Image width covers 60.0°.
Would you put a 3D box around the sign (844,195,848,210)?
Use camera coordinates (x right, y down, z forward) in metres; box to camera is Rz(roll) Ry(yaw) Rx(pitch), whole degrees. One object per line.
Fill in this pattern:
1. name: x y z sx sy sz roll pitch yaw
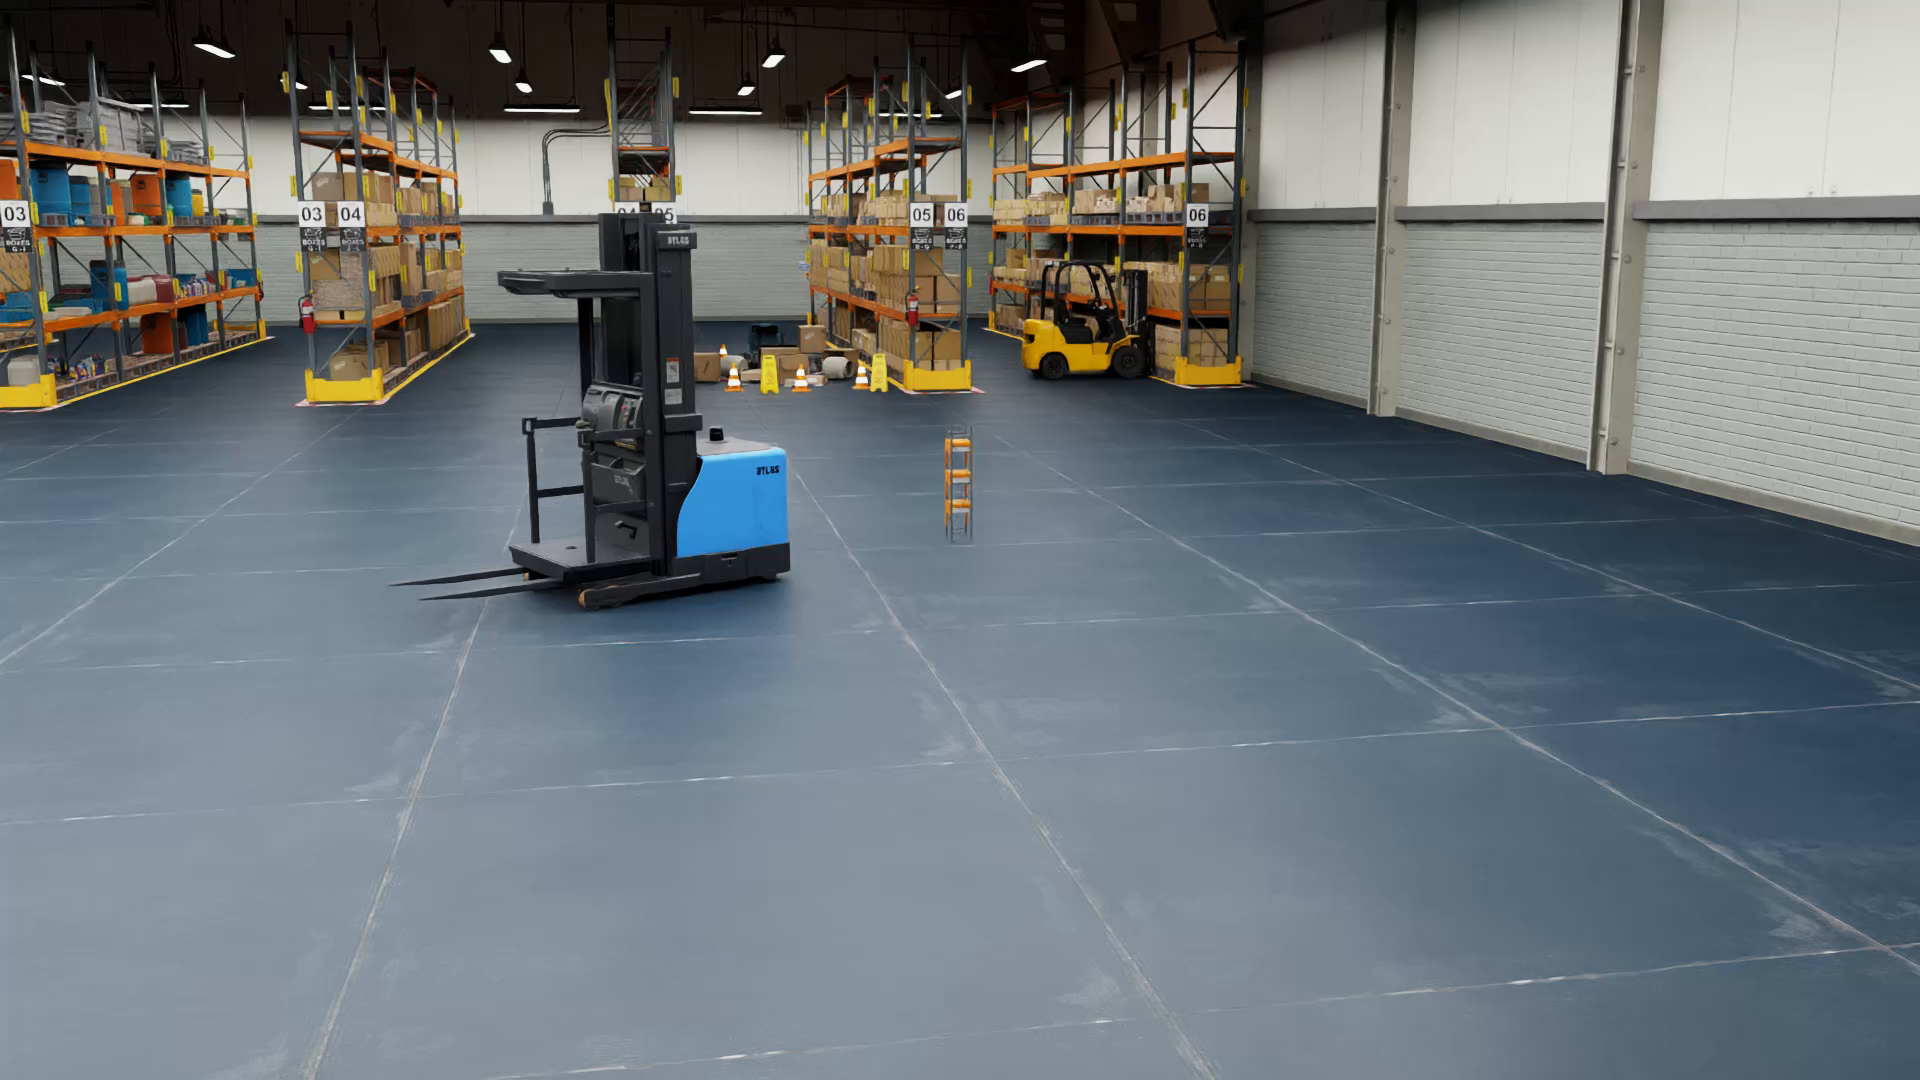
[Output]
1. sign: -2.483 -7.345 36.203 0.100 0.325 0.005 -2 11 -11

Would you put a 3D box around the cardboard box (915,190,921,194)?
1. cardboard box: -0.987 -6.929 33.548 0.500 0.250 0.500 -2 11 -12

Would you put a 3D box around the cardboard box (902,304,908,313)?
1. cardboard box: -0.822 -4.110 29.494 0.380 0.149 0.250 -2 11 -12

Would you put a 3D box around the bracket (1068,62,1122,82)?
1. bracket: 3.139 -10.824 38.422 0.076 0.066 4.783 -2 11 -11

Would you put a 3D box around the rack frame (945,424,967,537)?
1. rack frame: -0.034 -0.548 15.321 0.200 1.050 0.008 -2 11 -11

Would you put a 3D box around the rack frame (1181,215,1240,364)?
1. rack frame: 4.487 -4.312 29.880 1.000 3.000 0.127 -2 11 -11

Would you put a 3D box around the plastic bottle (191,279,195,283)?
1. plastic bottle: -16.900 -5.571 36.628 0.144 0.351 0.185 -2 11 -11

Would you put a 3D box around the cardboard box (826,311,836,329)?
1. cardboard box: -2.907 -5.562 42.180 0.875 0.438 0.875 -2 11 -13

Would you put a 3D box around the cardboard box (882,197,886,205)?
1. cardboard box: -1.272 -6.392 31.326 0.380 0.149 0.250 -2 11 -11

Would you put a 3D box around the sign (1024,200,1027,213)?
1. sign: 1.622 -8.219 41.004 0.100 0.325 0.005 -2 11 -11

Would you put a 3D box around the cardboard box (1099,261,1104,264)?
1. cardboard box: 2.984 -6.134 38.066 0.500 0.500 0.500 -2 11 -8

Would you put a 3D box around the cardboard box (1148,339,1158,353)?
1. cardboard box: 3.878 -3.677 31.440 0.500 0.250 0.500 -2 11 -12

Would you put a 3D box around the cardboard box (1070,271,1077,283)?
1. cardboard box: 2.753 -5.860 37.077 0.500 0.250 0.500 -2 11 -11

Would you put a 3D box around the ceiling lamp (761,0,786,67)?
1. ceiling lamp: -3.275 -10.575 31.129 0.800 3.185 2.000 -2 11 -11

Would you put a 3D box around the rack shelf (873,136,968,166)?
1. rack shelf: -0.770 -7.089 30.362 1.077 0.370 4.000 -2 11 -11

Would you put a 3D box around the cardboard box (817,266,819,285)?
1. cardboard box: -3.361 -6.739 42.364 0.500 0.500 0.500 -2 11 -9

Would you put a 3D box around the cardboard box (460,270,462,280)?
1. cardboard box: -12.859 -6.698 42.023 0.500 0.250 0.500 -2 11 -12

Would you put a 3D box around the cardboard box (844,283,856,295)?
1. cardboard box: -2.290 -5.607 37.089 0.500 0.250 0.500 -3 11 -13

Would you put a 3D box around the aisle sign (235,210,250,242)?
1. aisle sign: -17.799 -7.825 41.389 0.394 0.787 0.004 -2 11 -11

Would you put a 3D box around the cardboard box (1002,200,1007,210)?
1. cardboard box: 1.407 -8.762 43.506 0.500 0.250 0.500 -2 11 -12

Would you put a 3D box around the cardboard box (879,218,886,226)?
1. cardboard box: -1.346 -6.098 31.915 0.380 0.149 0.250 -2 11 -11

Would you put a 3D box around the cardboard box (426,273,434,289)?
1. cardboard box: -11.588 -5.480 35.751 0.500 0.500 0.500 -2 11 -13

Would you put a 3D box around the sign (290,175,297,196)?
1. sign: -10.650 -5.662 26.585 0.100 0.325 0.005 -2 11 -11

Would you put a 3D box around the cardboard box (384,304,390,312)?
1. cardboard box: -10.272 -4.076 29.314 0.380 0.149 0.250 -2 11 -11

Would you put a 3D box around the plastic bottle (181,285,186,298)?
1. plastic bottle: -16.400 -5.244 35.093 0.061 0.283 0.133 -2 11 -11

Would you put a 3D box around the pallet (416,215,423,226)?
1. pallet: -11.100 -6.192 32.240 1.213 0.211 1.003 -2 11 -11

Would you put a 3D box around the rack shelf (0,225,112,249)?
1. rack shelf: -15.349 -5.077 27.803 1.077 0.370 4.000 -2 11 -11

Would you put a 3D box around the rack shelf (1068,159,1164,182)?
1. rack shelf: 3.320 -7.809 35.206 1.077 0.370 4.000 -2 11 -11

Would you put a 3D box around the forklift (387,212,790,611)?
1. forklift: -2.857 -1.021 12.775 3.031 2.935 1.130 -8 14 -37

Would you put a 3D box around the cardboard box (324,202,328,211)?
1. cardboard box: -10.462 -5.405 26.939 0.380 0.149 0.250 -2 11 -11

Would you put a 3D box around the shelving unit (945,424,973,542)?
1. shelving unit: -0.010 -0.526 15.203 0.215 1.050 0.252 -2 11 -11

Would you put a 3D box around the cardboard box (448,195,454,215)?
1. cardboard box: -13.060 -8.389 41.623 0.700 0.500 0.500 -3 11 -14

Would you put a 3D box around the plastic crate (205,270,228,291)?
1. plastic crate: -17.222 -6.025 38.549 0.402 0.464 0.583 -2 11 -11

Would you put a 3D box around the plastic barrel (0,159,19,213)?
1. plastic barrel: -15.180 -5.565 26.173 0.600 0.830 0.708 -2 11 -11

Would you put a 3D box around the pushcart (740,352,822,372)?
1. pushcart: -3.386 -3.484 32.544 1.648 0.377 0.936 -6 13 -31

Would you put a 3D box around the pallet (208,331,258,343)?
1. pallet: -17.950 -5.002 40.965 1.003 0.211 1.213 -2 11 -11

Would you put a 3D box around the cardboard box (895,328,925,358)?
1. cardboard box: -0.898 -3.587 30.301 0.500 0.500 0.500 -2 11 -9

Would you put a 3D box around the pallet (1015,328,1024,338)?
1. pallet: 2.020 -5.268 42.366 1.003 0.211 1.213 -2 11 -11

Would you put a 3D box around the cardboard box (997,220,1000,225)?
1. cardboard box: 1.209 -8.529 44.689 0.380 0.149 0.250 -2 11 -10

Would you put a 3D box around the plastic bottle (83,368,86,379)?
1. plastic bottle: -15.113 -2.875 28.638 0.097 0.201 0.097 0 11 0

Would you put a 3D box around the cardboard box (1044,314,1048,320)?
1. cardboard box: 2.232 -5.205 40.136 0.500 0.500 0.500 -2 11 -13

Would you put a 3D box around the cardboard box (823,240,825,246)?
1. cardboard box: -3.222 -7.424 41.556 0.380 0.149 0.250 -2 11 -11

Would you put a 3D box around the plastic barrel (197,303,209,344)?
1. plastic barrel: -17.205 -4.866 37.281 0.600 0.901 0.708 -2 11 -11

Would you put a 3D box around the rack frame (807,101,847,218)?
1. rack frame: -3.493 -10.012 43.785 1.000 3.000 0.127 -2 11 -11

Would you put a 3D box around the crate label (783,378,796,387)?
1. crate label: -2.967 -2.795 29.570 0.250 0.136 0.298 -9 14 -40

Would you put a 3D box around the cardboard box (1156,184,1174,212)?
1. cardboard box: 4.061 -6.353 30.928 0.700 0.500 0.500 -2 11 -11

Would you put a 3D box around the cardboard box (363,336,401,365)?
1. cardboard box: -10.978 -3.605 31.678 0.700 0.500 0.500 -3 11 -15

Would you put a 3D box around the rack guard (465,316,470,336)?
1. rack guard: -13.219 -5.481 42.710 1.175 0.500 0.348 -2 11 -11

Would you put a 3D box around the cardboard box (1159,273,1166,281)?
1. cardboard box: 3.940 -4.921 31.083 0.380 0.149 0.250 -2 11 -13

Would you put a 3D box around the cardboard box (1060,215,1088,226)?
1. cardboard box: 2.593 -7.264 37.771 0.500 0.250 0.500 -2 11 -13

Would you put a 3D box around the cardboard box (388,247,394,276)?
1. cardboard box: -10.328 -4.934 29.414 0.500 0.500 0.500 -2 11 -11
